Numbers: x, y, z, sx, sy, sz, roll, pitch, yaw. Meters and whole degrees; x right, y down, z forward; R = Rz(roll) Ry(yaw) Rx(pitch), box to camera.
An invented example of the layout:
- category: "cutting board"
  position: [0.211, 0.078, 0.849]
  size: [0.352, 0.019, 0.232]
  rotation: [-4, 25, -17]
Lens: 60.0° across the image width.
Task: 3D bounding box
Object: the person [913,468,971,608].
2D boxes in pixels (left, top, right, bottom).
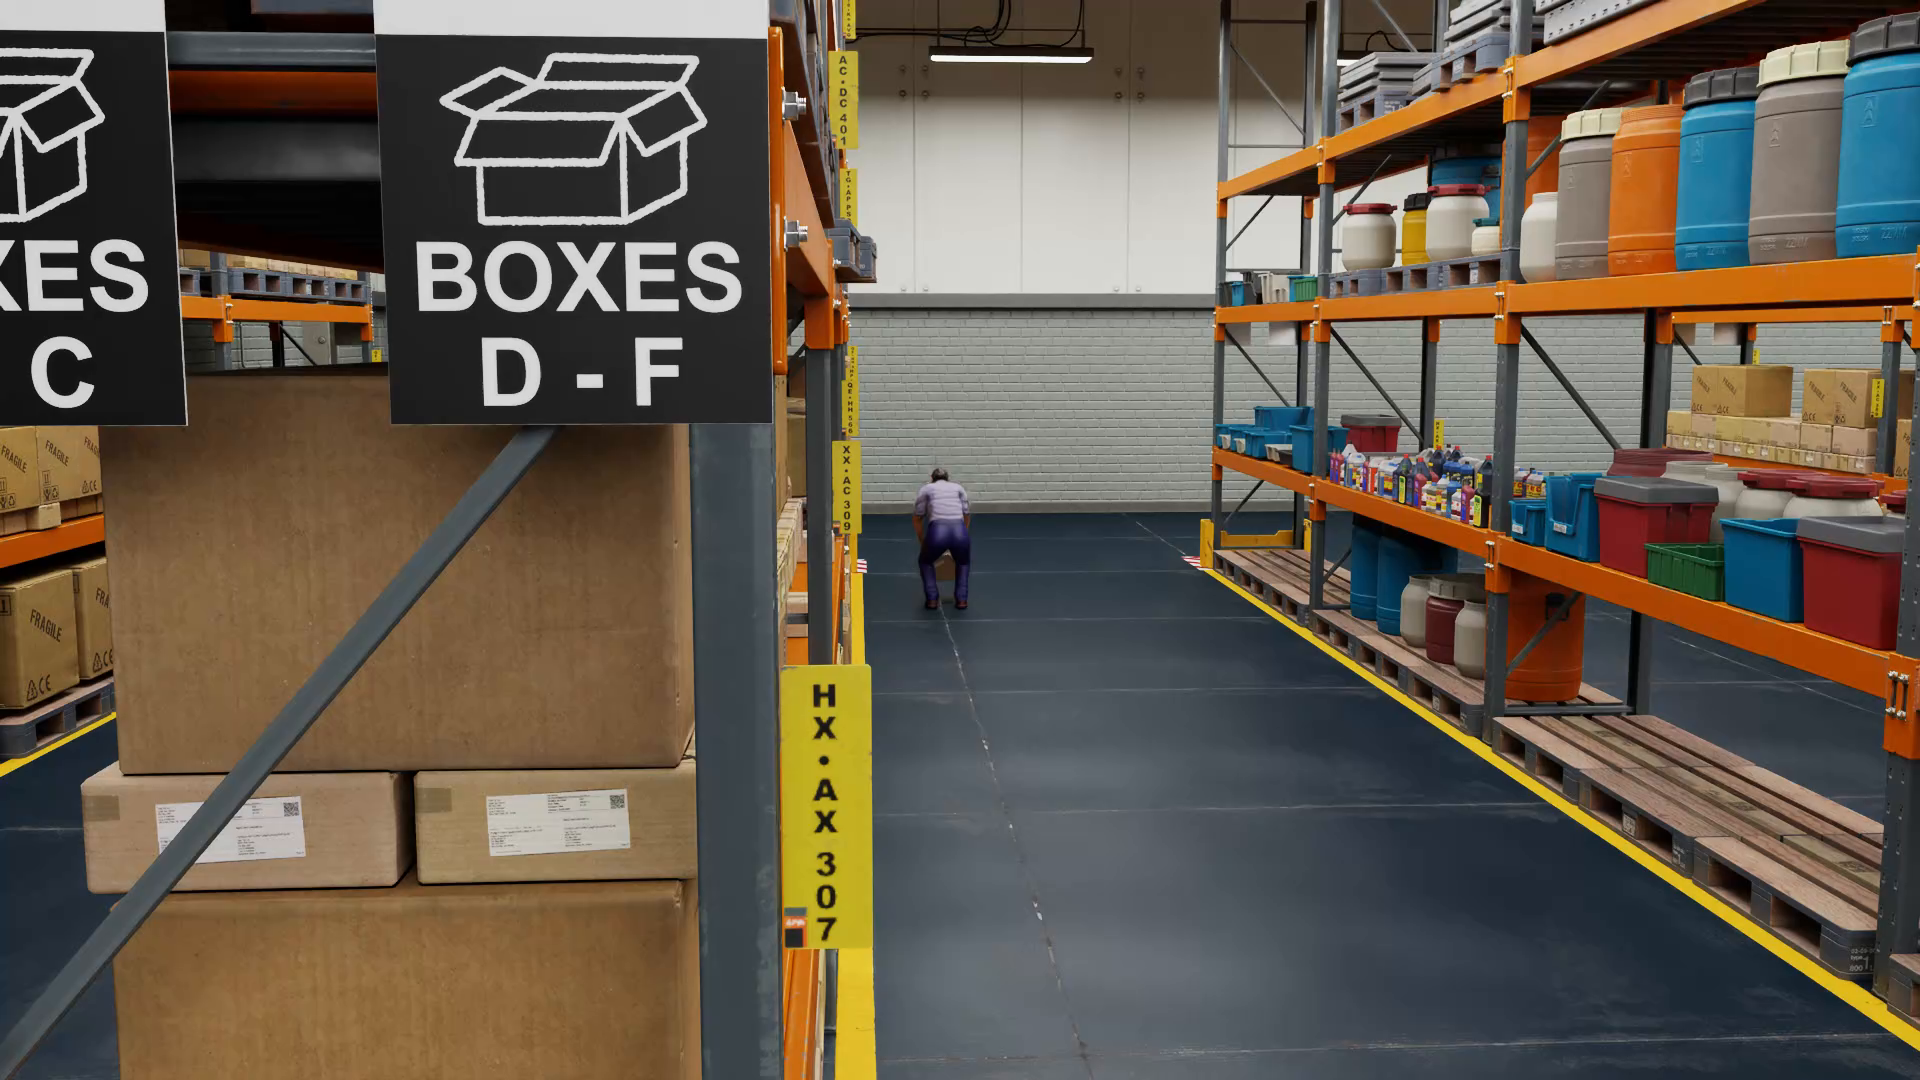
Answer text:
- category: "person"
  position: [-0.165, -0.012, 15.442]
  size: [0.537, 1.285, 0.702]
  rotation: [0, 7, -4]
